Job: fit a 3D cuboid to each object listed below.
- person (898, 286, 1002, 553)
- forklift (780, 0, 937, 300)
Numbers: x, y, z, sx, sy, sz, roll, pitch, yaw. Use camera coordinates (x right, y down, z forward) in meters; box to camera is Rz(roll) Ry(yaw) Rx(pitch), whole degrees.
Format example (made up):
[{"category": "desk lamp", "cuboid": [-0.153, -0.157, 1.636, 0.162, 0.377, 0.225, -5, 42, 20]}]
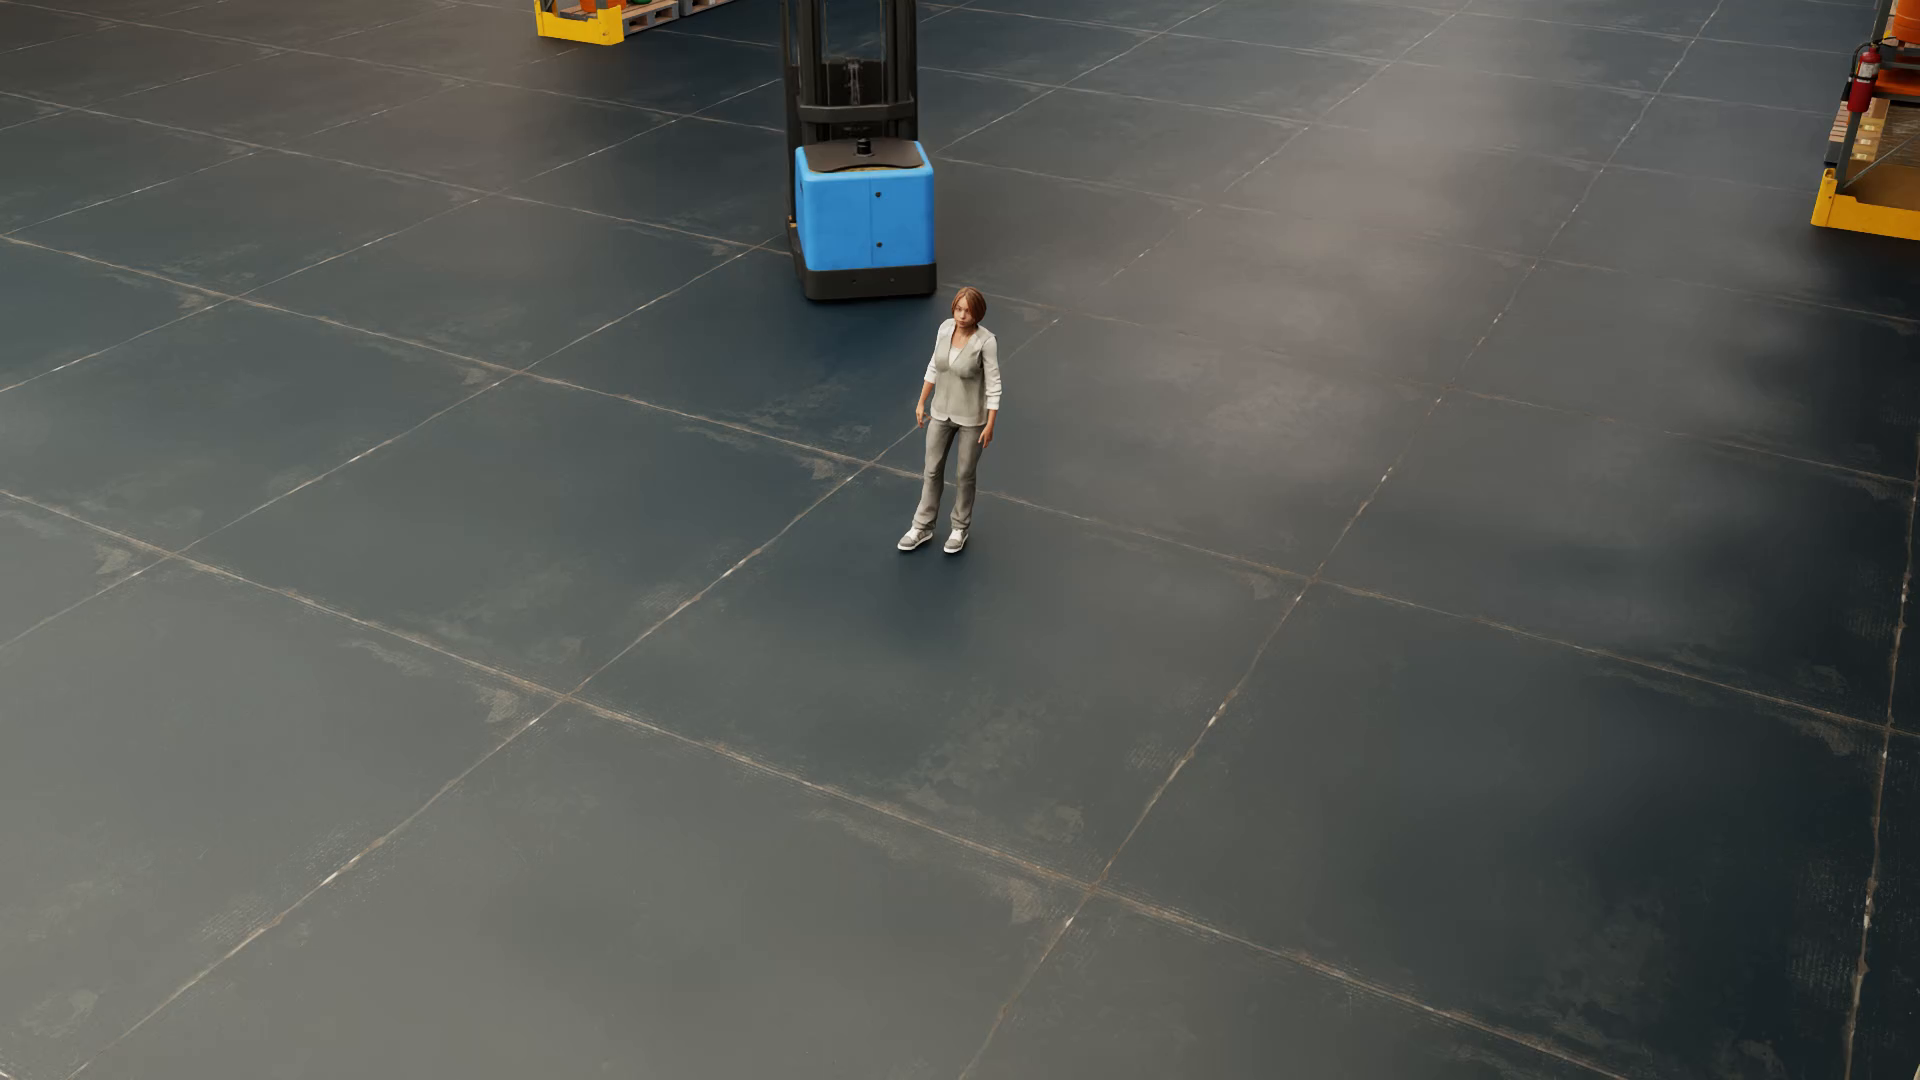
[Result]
[{"category": "person", "cuboid": [-0.048, -0.669, 9.550, 0.520, 1.597, 0.475, 15, 33, 25]}, {"category": "forklift", "cuboid": [-0.935, -3.885, 13.802, 1.130, 2.935, 3.031, -5, 30, -8]}]
